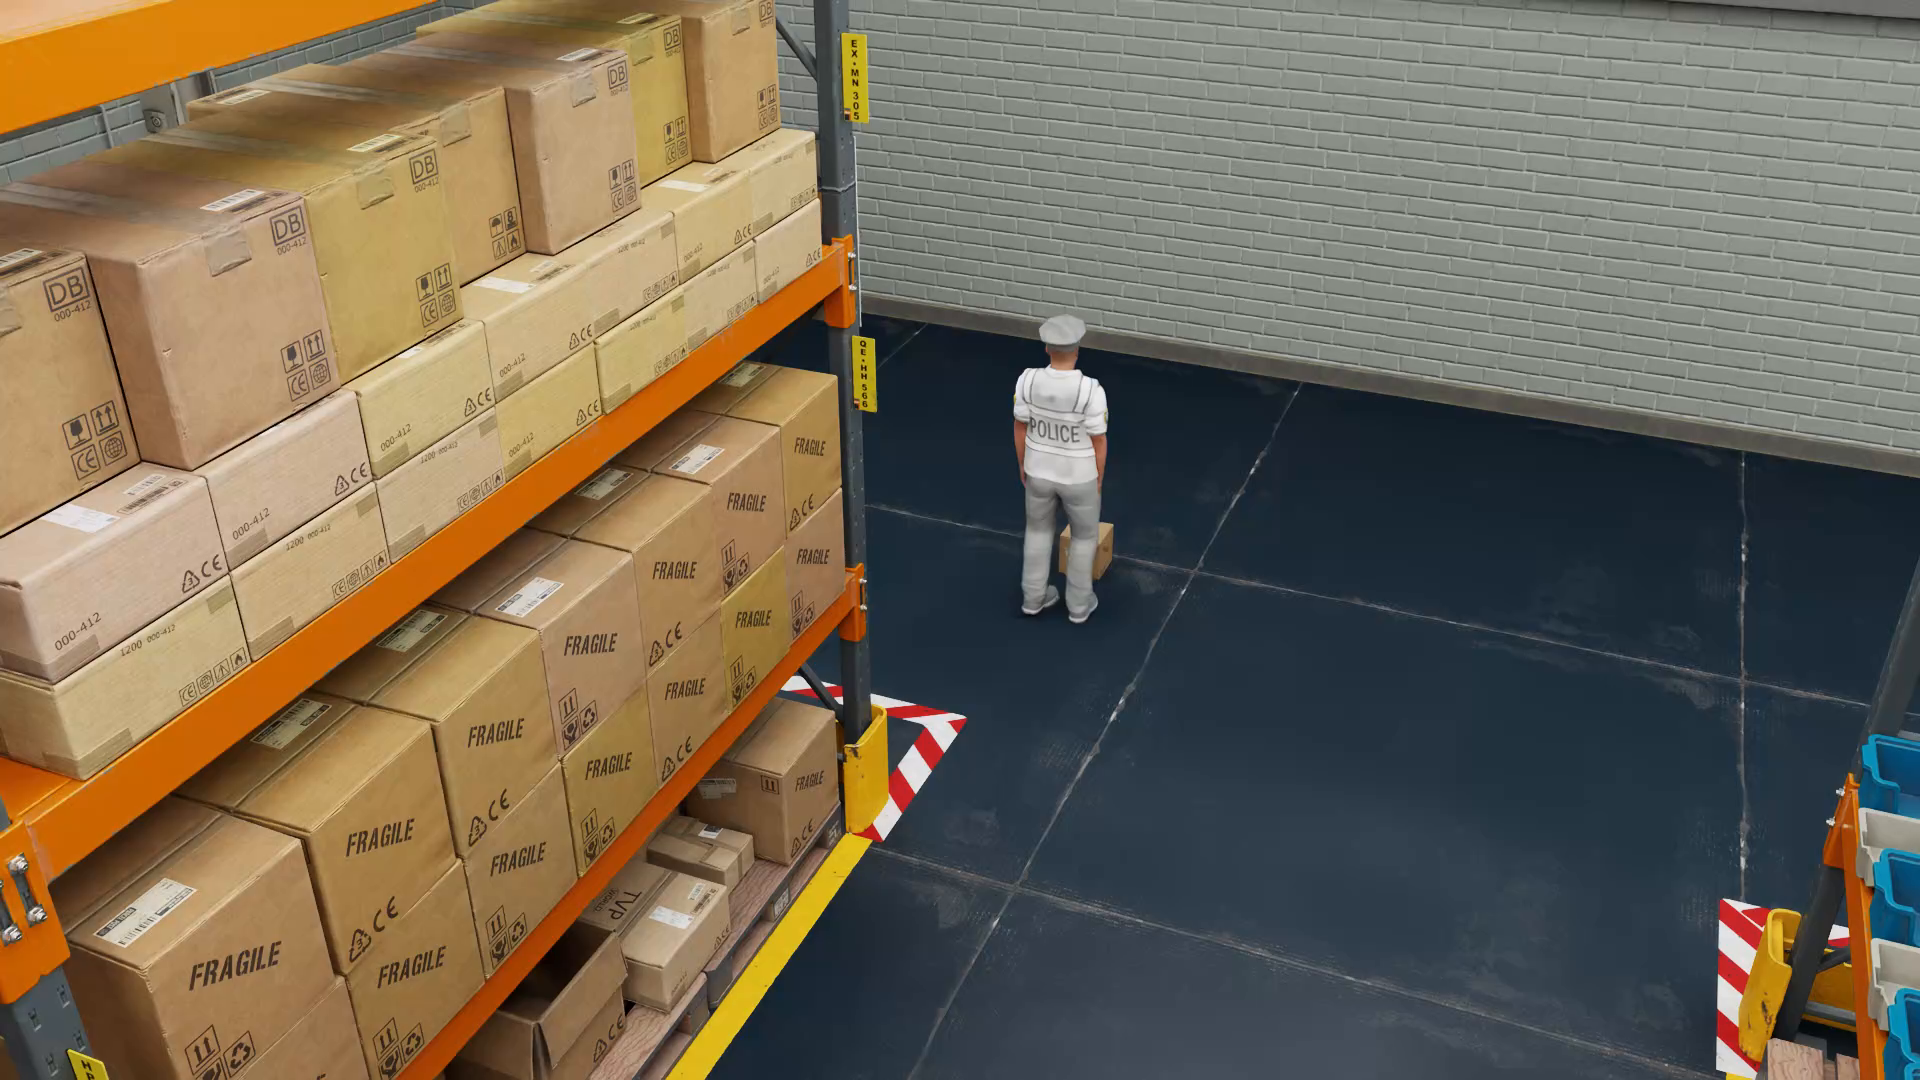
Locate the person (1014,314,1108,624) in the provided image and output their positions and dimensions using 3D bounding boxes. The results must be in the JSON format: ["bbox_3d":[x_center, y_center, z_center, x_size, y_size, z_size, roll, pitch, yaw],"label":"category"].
[{"bbox_3d":[0.553,-0.380,9.067,0.526,1.765,0.393,12,32,20],"label":"person"}]
